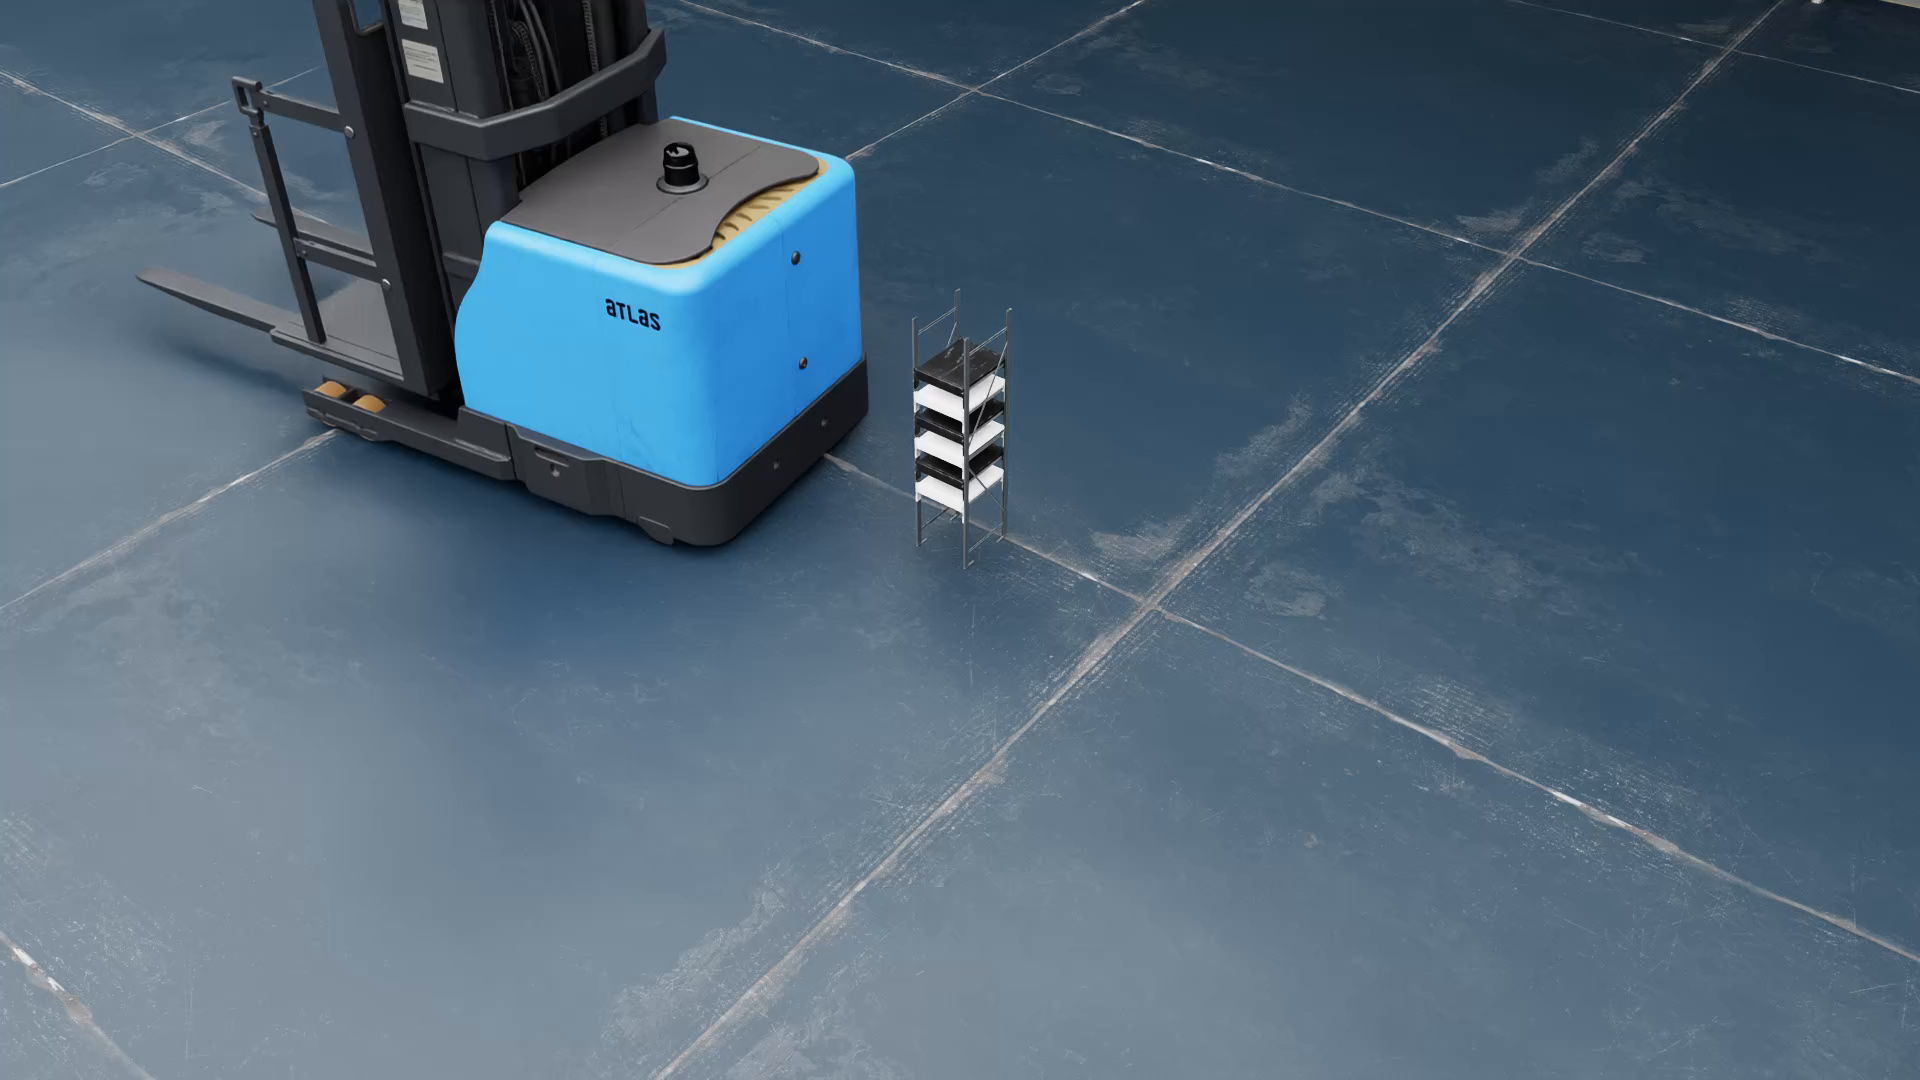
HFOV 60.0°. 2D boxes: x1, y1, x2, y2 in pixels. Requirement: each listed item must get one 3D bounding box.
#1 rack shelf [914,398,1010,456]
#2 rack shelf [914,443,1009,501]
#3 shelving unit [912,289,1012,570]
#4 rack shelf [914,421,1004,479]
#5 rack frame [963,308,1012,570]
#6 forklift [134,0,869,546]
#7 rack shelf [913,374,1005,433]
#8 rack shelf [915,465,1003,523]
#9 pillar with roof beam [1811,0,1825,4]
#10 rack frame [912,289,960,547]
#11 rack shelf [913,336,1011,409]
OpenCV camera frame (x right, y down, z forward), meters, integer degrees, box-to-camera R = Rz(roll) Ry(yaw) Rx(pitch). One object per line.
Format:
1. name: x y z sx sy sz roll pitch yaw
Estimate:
1. rack shelf: 0.006 -0.396 5.434 0.200 0.077 0.258 25 45 29
2. rack shelf: 0.006 -0.254 5.545 0.200 0.077 0.258 25 45 29
3. shelving unit: 0.006 -0.351 5.469 0.210 0.900 0.258 25 45 29
4. rack shelf: 0.006 -0.325 5.489 0.200 0.077 0.258 25 45 29
5. rack frame: 0.087 -0.313 5.420 0.006 0.900 0.240 25 45 29
6. forklift: -1.884 -1.789 5.658 3.031 2.935 1.130 19 42 23
7. rack shelf: 0.006 -0.467 5.378 0.200 0.077 0.258 25 45 29
8. rack shelf: 0.006 -0.183 5.600 0.200 0.077 0.258 25 45 29
9. pillar with roof beam: 2.383 -4.737 4.500 0.400 9.000 9.100 25 45 29
10. rack frame: -0.074 -0.389 5.517 0.006 0.900 0.240 25 45 29
11. rack shelf: 0.006 -0.538 5.323 0.200 0.077 0.258 25 45 29
